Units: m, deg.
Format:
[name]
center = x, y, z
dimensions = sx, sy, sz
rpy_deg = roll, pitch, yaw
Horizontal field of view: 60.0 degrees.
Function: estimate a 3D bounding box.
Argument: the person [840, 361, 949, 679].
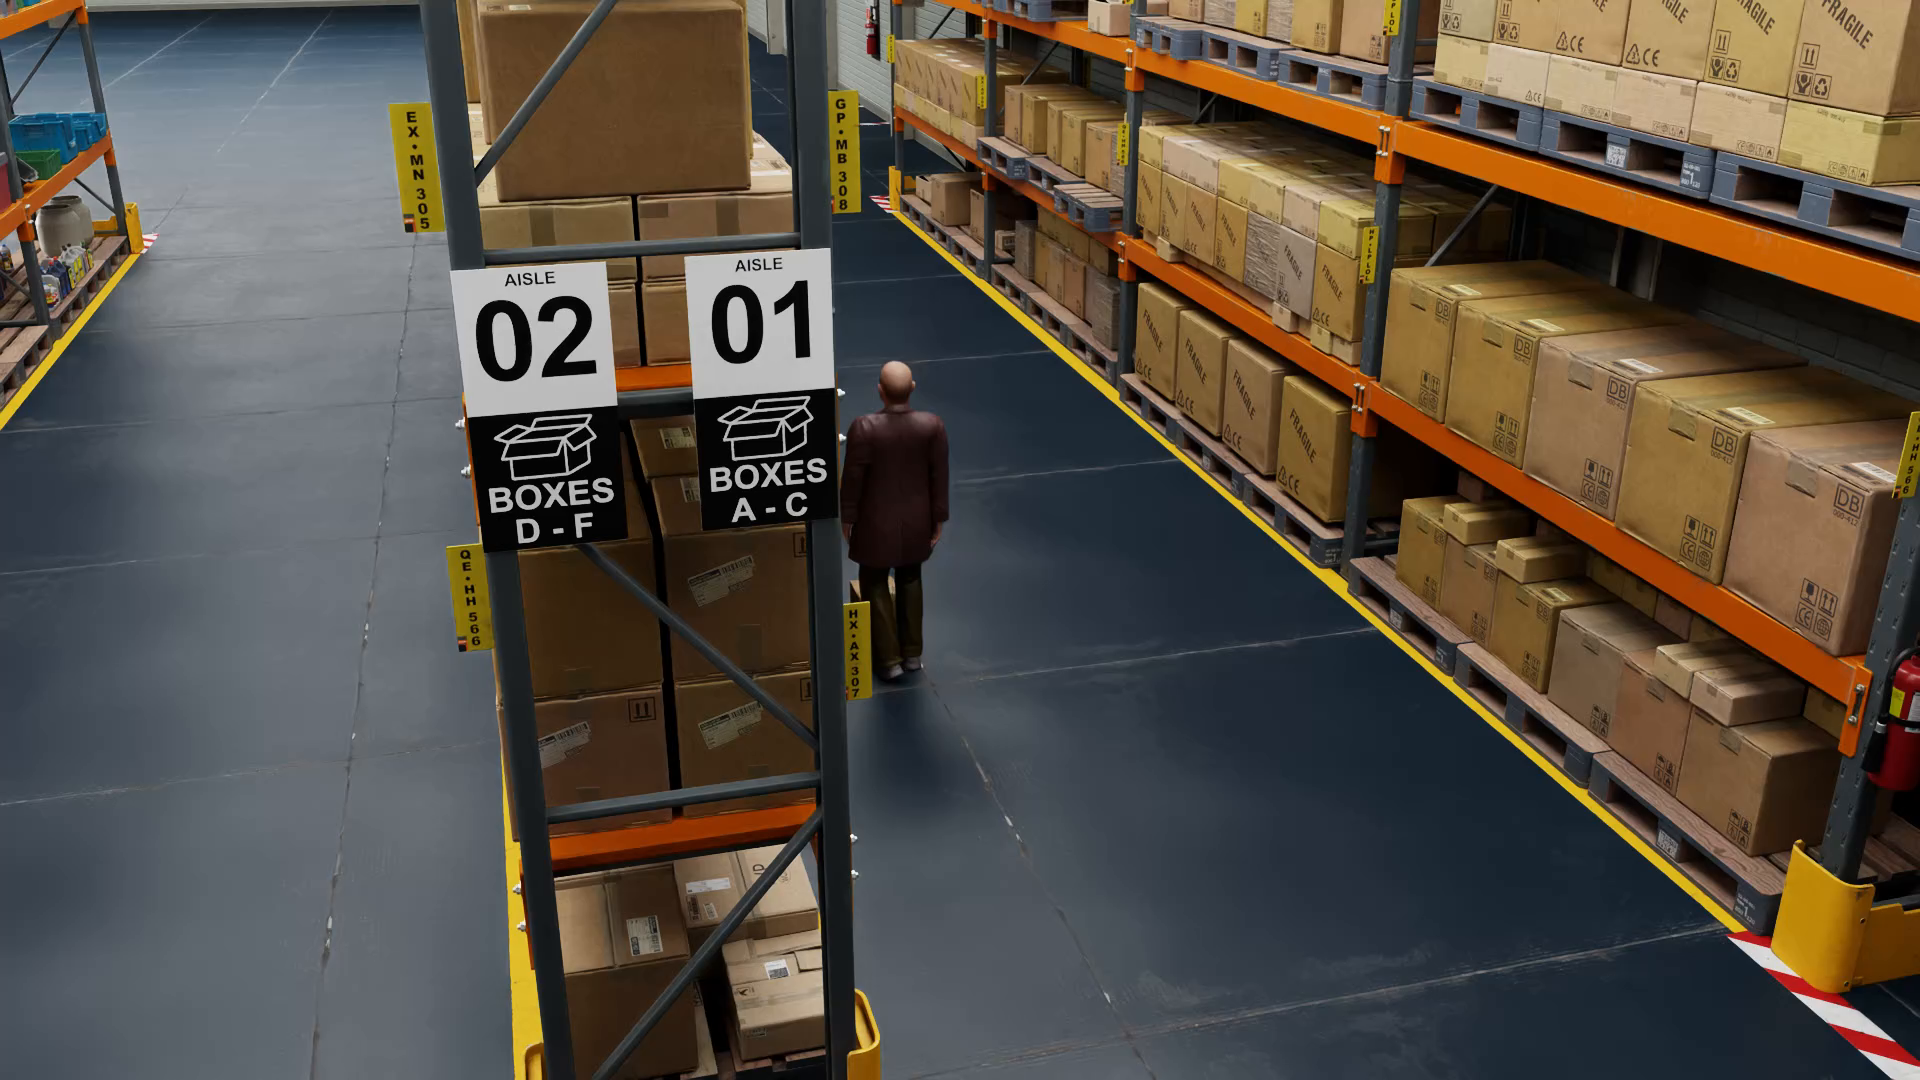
[person]
center = -0.366, -0.097, 8.945
dimensions = 0.596, 1.822, 0.482
rpy_deg = -6, 23, -15
